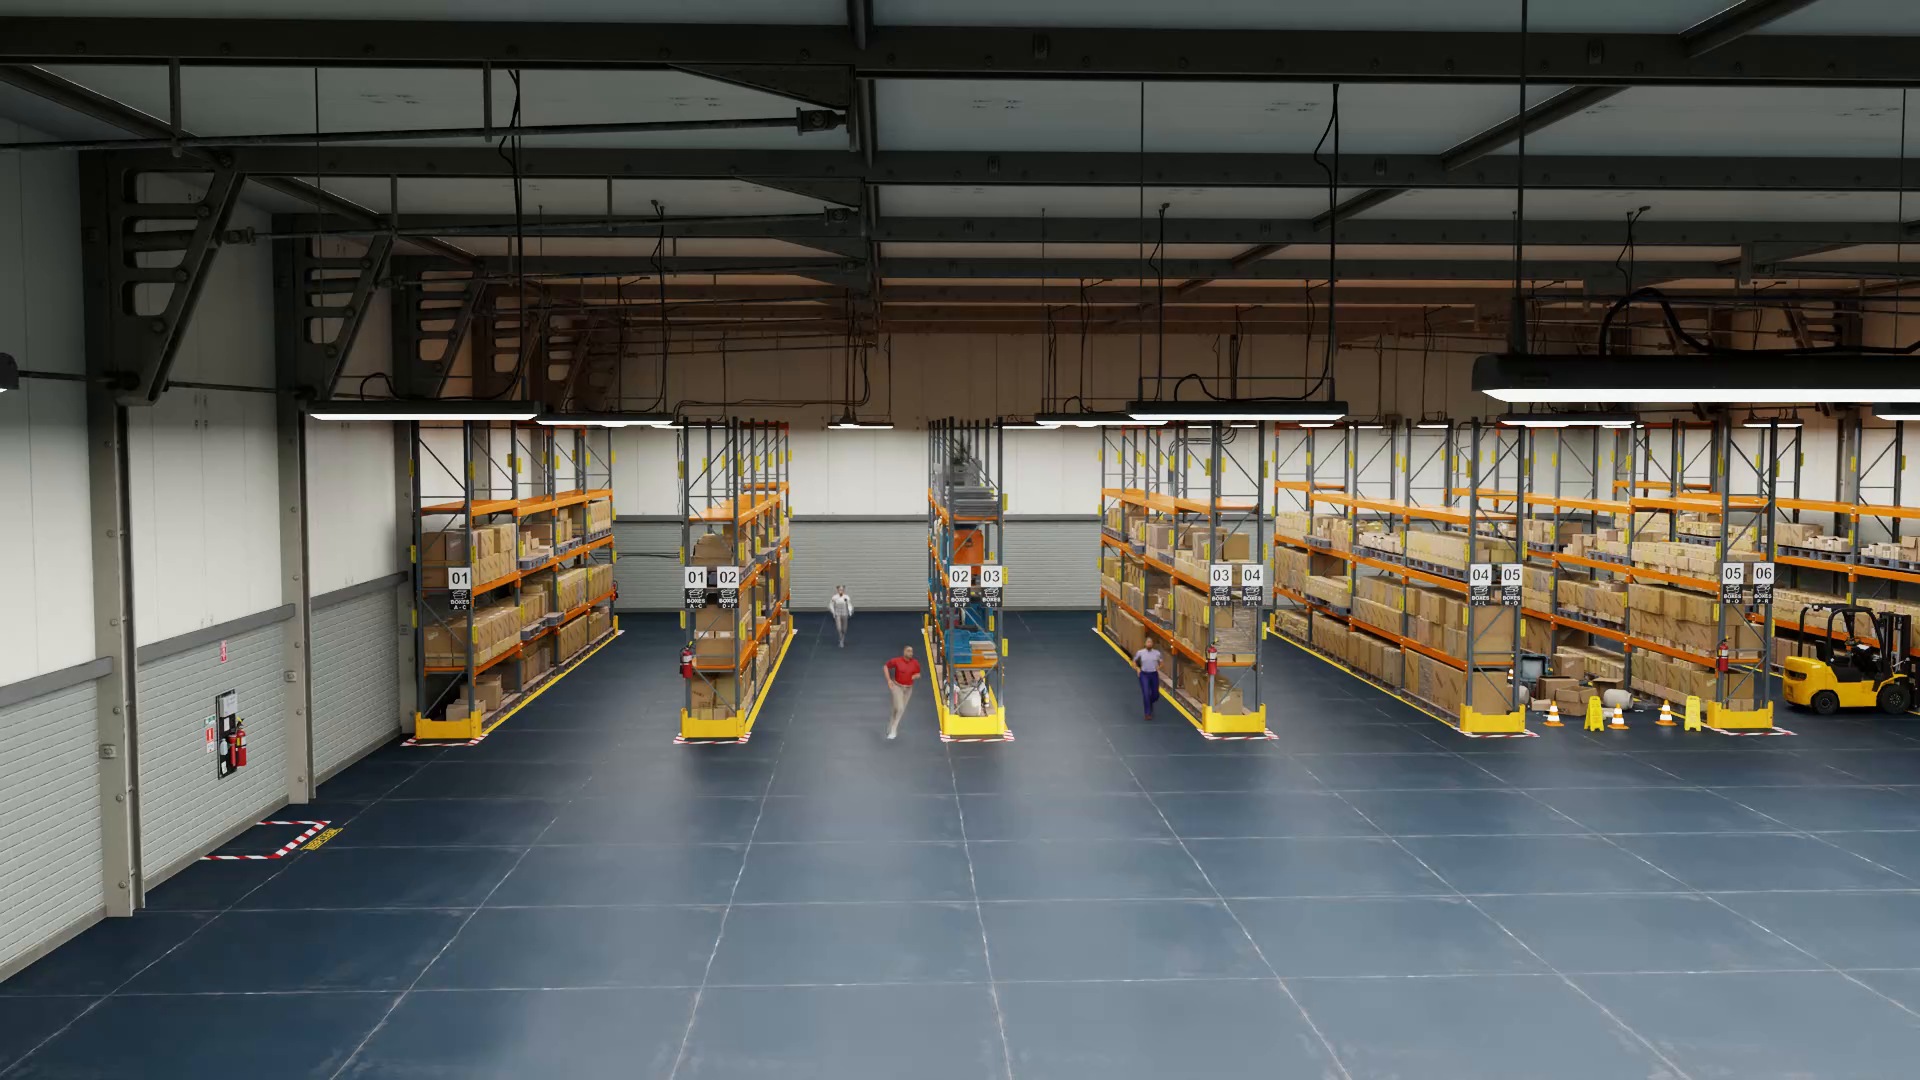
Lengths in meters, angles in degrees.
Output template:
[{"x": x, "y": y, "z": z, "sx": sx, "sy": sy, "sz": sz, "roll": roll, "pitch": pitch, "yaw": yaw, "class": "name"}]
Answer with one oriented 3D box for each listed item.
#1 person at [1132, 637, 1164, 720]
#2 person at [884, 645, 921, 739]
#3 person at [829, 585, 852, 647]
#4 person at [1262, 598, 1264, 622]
[{"x": 3.763, "y": 2.747, "z": 33.221, "sx": 0.620, "sy": 1.613, "sz": 0.823, "roll": 0, "pitch": 4, "yaw": -6, "class": "person"}, {"x": -1.104, "y": 2.851, "z": 31.339, "sx": 0.734, "sy": 1.738, "sz": 0.767, "roll": -2, "pitch": 4, "yaw": -28, "class": "person"}, {"x": -3.191, "y": 2.009, "z": 44.462, "sx": 0.603, "sy": 1.656, "sz": 0.709, "roll": -1, "pitch": 4, "yaw": -10, "class": "person"}, {"x": 7.930, "y": 1.993, "z": 44.668, "sx": 0.583, "sy": 1.701, "sz": 0.660, "roll": 0, "pitch": 4, "yaw": -3, "class": "person"}]
